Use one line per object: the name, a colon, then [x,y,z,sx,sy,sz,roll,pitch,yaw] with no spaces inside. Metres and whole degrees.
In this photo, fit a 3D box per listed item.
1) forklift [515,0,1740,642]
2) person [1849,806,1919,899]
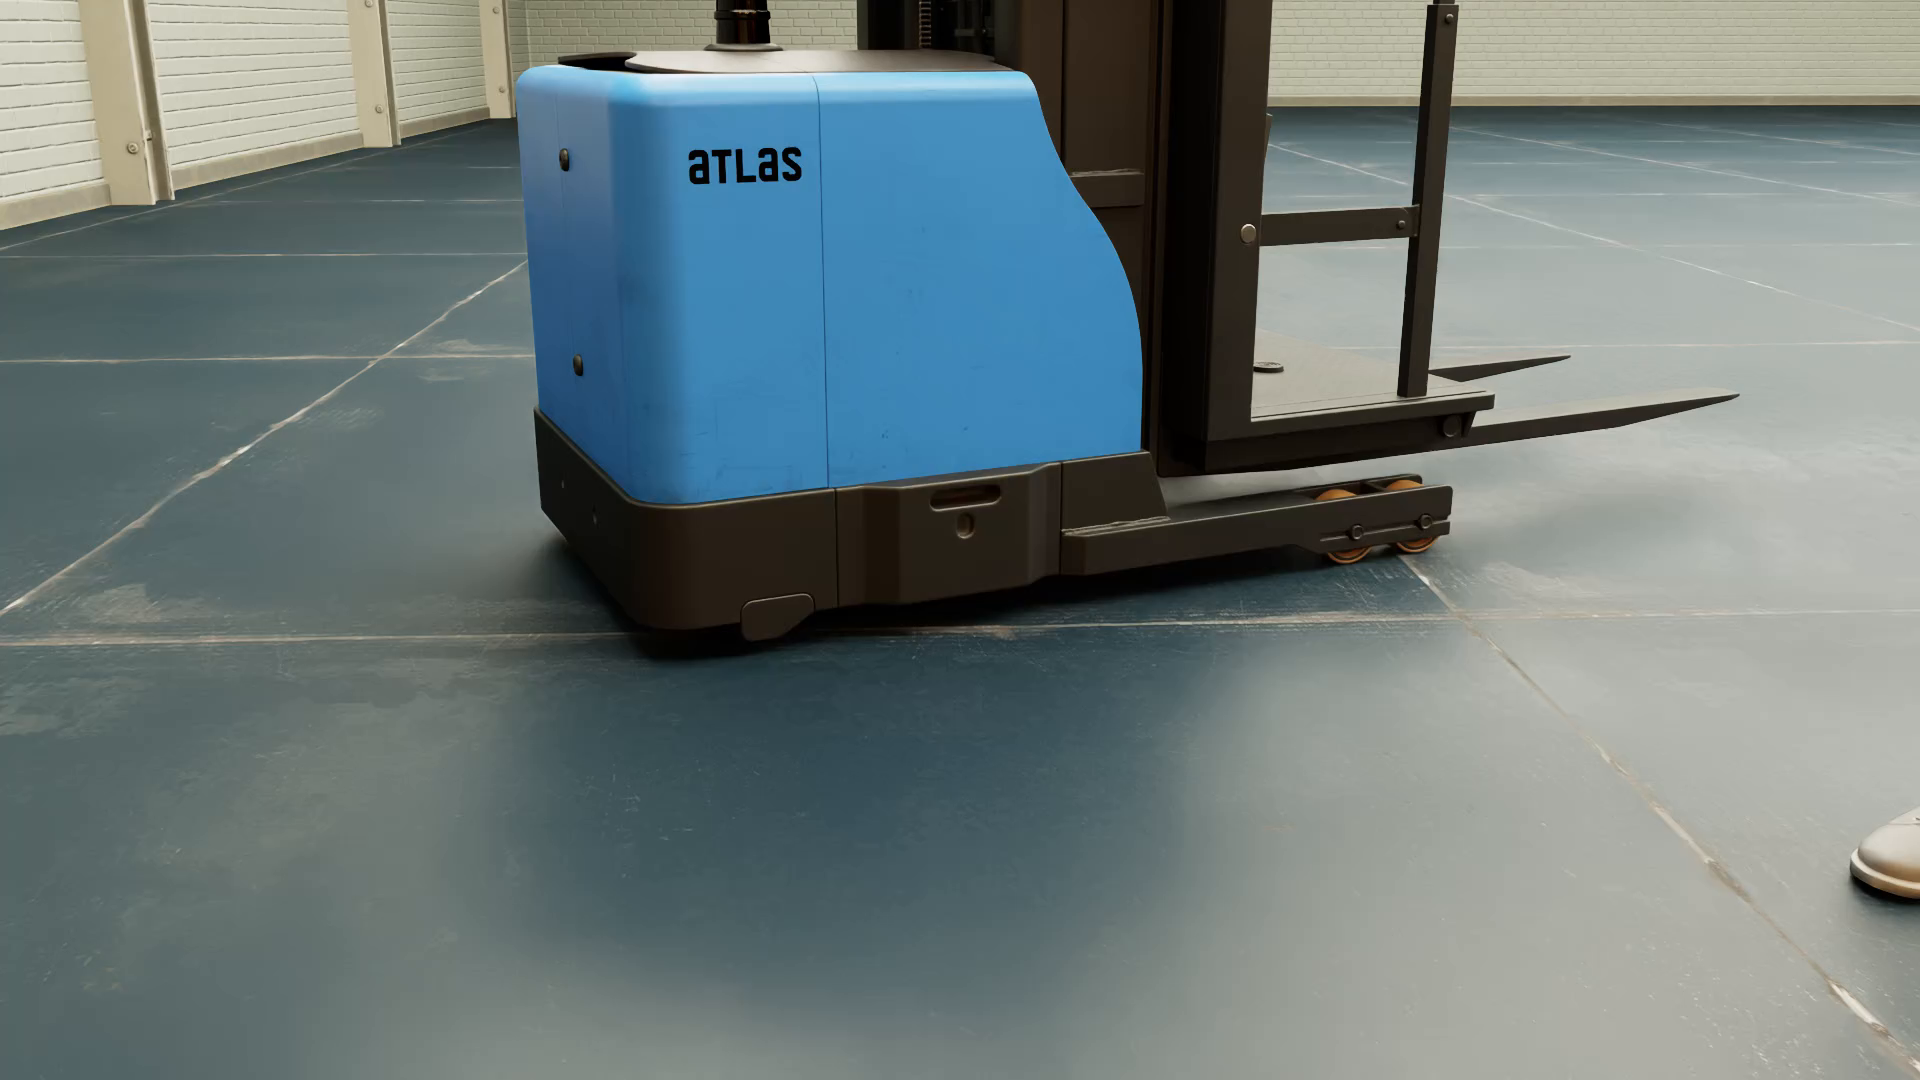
forklift: [0.569,-1.479,3.744,3.031,2.935,1.130,-8,19,-24]
person: [1.576,-0.321,2.012,0.603,1.727,0.389,16,23,42]
